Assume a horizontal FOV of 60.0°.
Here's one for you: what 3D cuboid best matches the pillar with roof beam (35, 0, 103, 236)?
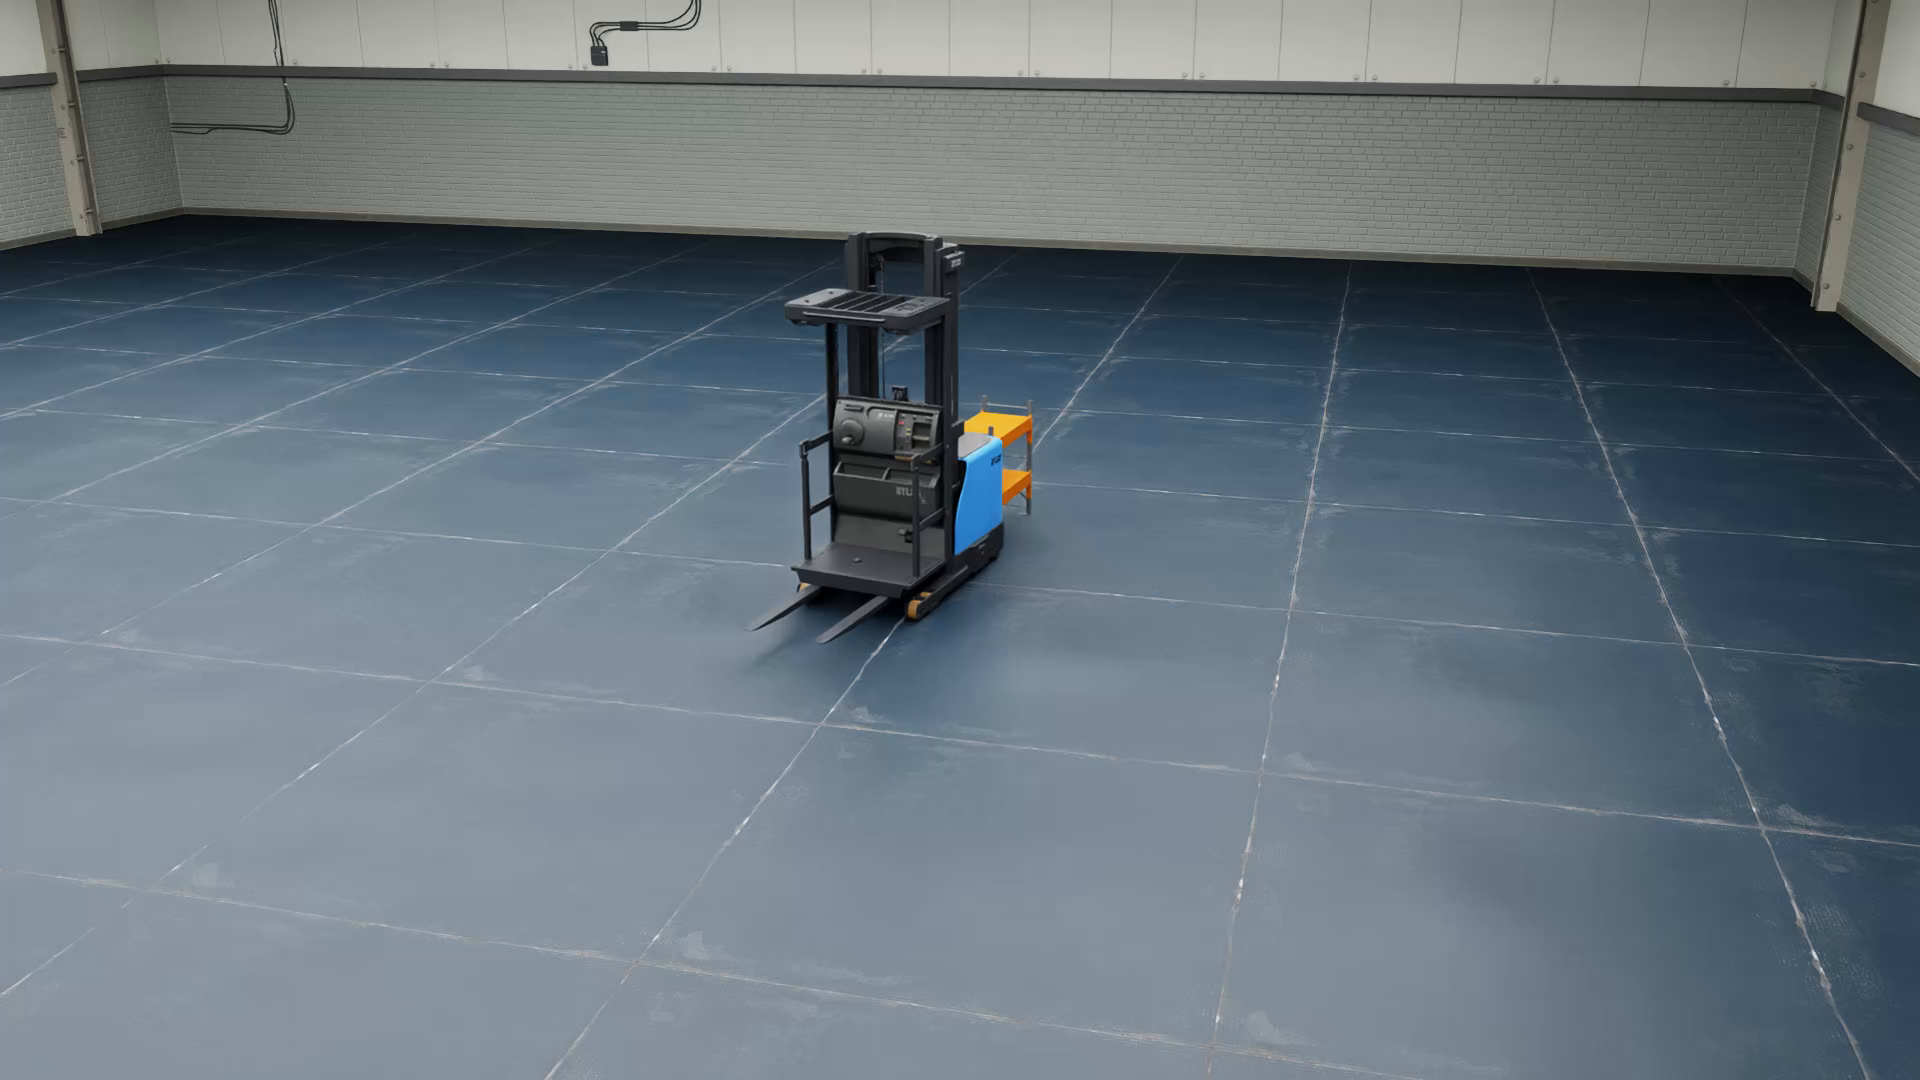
[{"bbox_3d":[-13.058,-9.969,30.452,9.100,9.000,0.400,5,19,13],"label":"pillar with roof beam"}]

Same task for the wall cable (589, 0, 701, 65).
[{"bbox_3d":[-6.028,-11.983,31.086,2.305,6.003,0.169,5,19,13],"label":"wall cable"}]

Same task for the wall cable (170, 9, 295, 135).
[{"bbox_3d":[-15.230,-9.659,34.347,3.097,2.526,0.112,5,19,13],"label":"wall cable"}]

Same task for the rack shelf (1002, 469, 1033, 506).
[{"bbox_3d":[0.252,-0.417,15.424,0.538,0.278,1.000,8,20,21],"label":"rack shelf"}]

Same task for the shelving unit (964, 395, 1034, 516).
[{"bbox_3d":[0.252,-0.648,15.345,0.538,1.125,1.048,8,20,21],"label":"shelving unit"}]

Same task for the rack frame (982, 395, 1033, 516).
[{"bbox_3d":[0.444,-0.800,15.790,0.500,1.125,0.032,8,20,21],"label":"rack frame"}]

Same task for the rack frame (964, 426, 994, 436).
[{"bbox_3d":[0.060,-0.496,14.899,0.500,1.125,0.032,8,20,21],"label":"rack frame"}]

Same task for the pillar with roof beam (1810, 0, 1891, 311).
[{"bbox_3d":[9.139,-8.161,25.160,9.100,9.000,0.400,5,19,13],"label":"pillar with roof beam"}]

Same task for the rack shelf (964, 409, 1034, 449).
[{"bbox_3d":[0.252,-0.925,15.250,0.538,0.278,1.000,8,20,21],"label":"rack shelf"}]

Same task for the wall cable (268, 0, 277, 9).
[{"bbox_3d":[-12.607,-11.835,32.905,3.097,2.526,0.112,5,19,13],"label":"wall cable"}]

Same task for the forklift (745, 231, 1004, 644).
[{"bbox_3d":[-0.686,-0.903,13.297,1.130,2.935,3.031,8,21,23],"label":"forklift"}]
